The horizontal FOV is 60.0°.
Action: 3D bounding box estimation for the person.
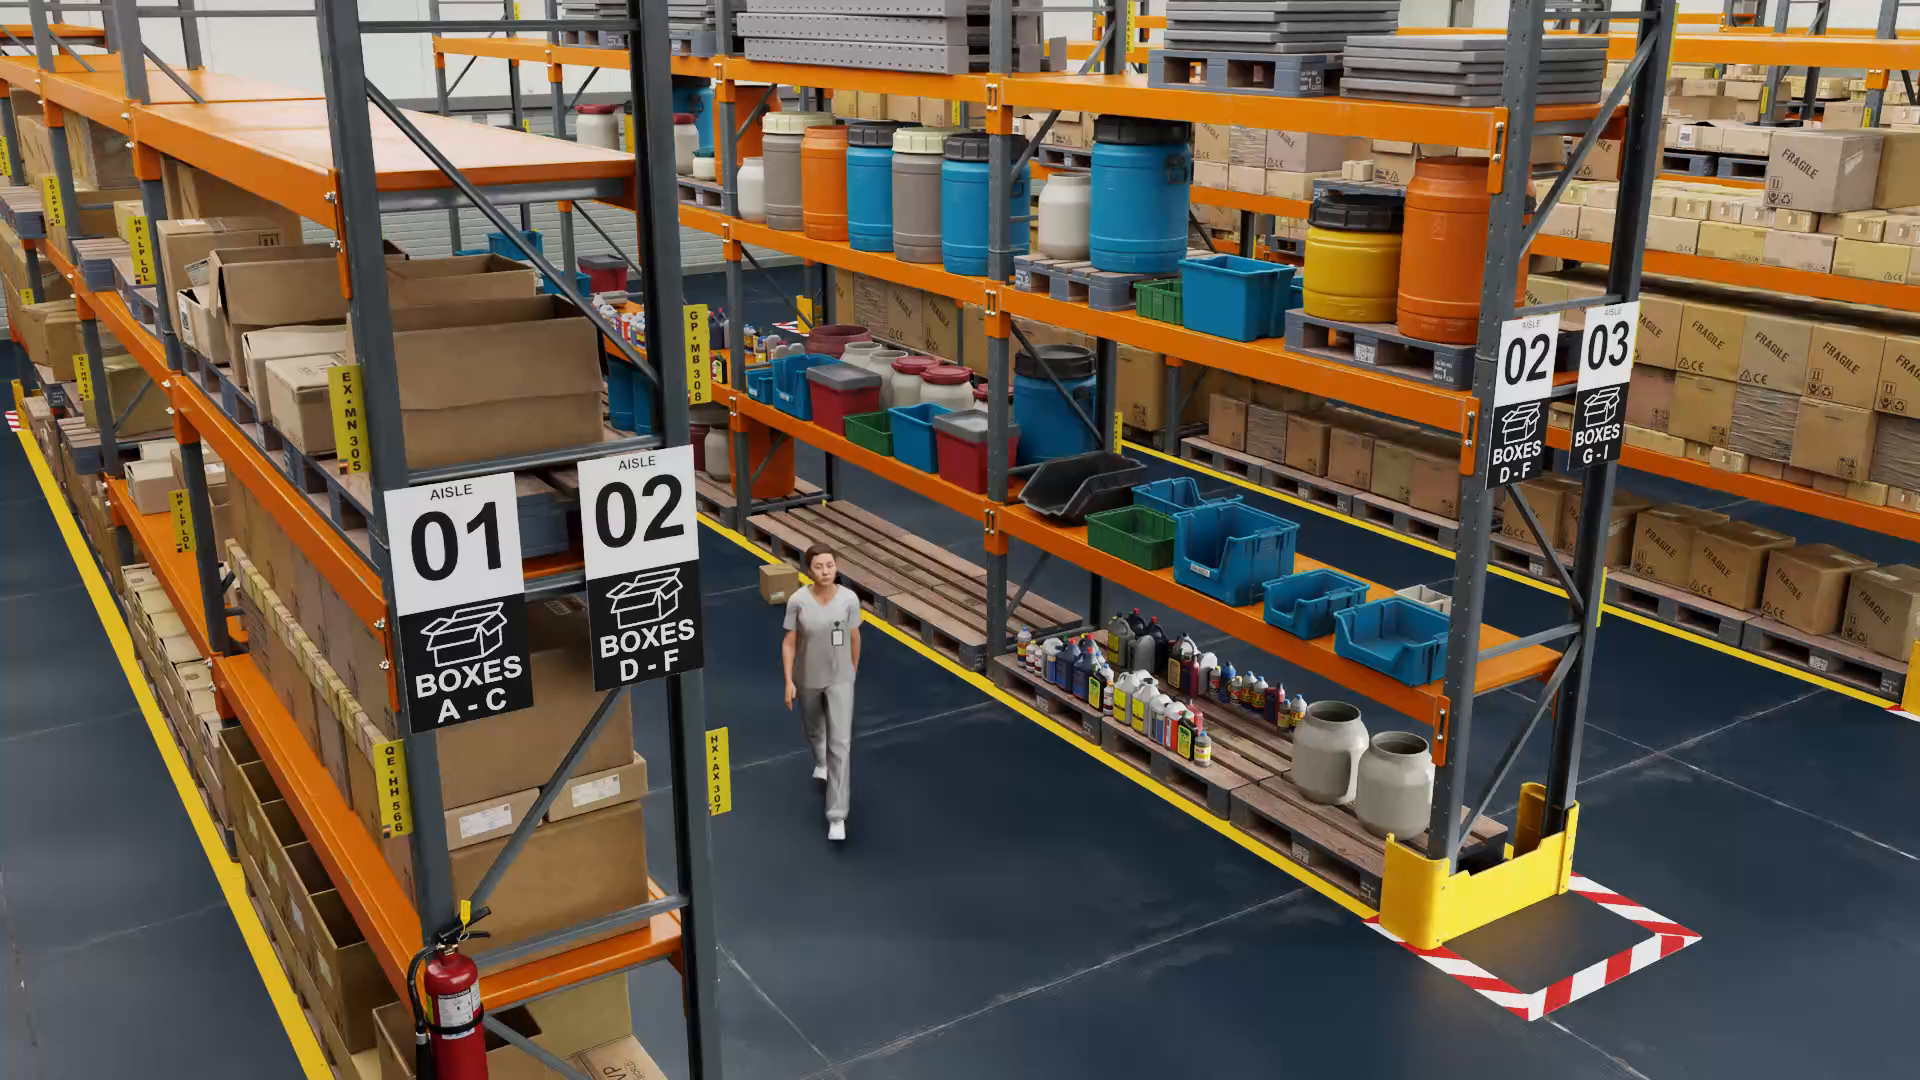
[{"bbox_3d":[-0.794,0.810,9.596,0.446,1.617,1.025,0,18,1],"label":"person"}]
